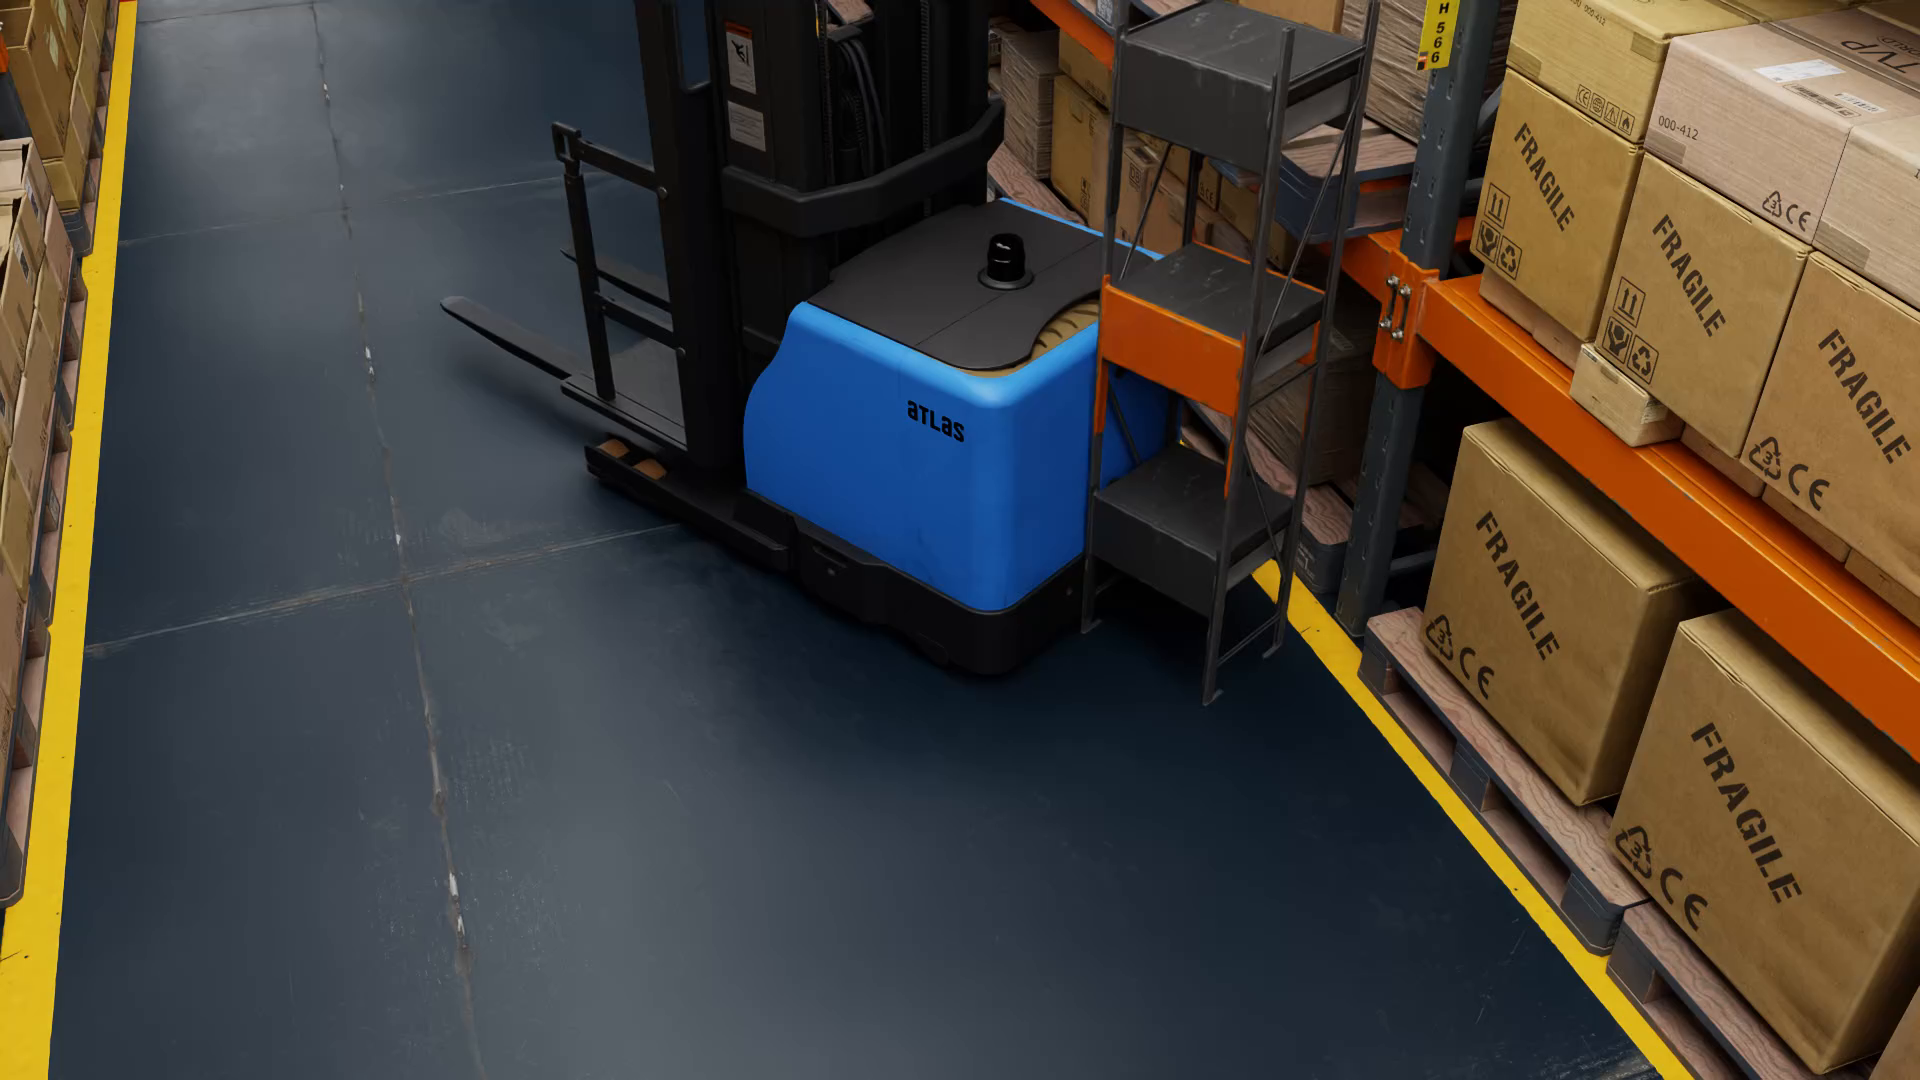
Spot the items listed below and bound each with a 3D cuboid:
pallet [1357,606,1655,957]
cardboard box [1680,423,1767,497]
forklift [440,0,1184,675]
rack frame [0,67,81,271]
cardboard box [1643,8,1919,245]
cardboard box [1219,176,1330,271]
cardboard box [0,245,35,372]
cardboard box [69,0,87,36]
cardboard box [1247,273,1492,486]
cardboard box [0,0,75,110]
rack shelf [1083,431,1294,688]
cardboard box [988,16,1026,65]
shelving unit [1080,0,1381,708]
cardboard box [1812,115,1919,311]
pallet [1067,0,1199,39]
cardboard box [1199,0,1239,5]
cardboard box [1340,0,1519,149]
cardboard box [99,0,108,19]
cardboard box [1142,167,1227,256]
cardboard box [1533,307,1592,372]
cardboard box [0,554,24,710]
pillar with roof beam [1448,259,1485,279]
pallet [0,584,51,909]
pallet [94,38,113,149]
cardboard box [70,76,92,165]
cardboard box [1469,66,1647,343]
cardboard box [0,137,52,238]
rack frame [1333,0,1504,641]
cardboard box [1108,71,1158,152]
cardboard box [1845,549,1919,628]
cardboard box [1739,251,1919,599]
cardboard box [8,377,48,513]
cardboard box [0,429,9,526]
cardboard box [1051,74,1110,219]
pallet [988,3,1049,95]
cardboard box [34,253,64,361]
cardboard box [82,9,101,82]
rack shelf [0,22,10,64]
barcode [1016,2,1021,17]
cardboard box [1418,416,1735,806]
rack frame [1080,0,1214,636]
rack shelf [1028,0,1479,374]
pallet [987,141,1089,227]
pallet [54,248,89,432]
[{"bbox_3d":[1.907,0.561,4.830,1.003,0.211,1.213,-12,39,-16],"label":"pallet"},{"bbox_3d":[1.895,-0.259,3.793,0.380,0.149,0.250,-13,39,-16],"label":"cardboard box"},{"bbox_3d":[-0.713,-1.505,5.312,3.031,2.935,1.130,27,45,31],"label":"forklift"},{"bbox_3d":[-4.319,-2.246,6.238,1.000,3.000,0.127,-12,39,-16],"label":"rack frame"},{"bbox_3d":[1.807,-0.867,3.437,0.500,0.250,0.500,-13,39,-17],"label":"cardboard box"},{"bbox_3d":[1.273,-1.221,5.967,0.500,0.250,0.500,-12,39,-15],"label":"cardboard box"},{"bbox_3d":[-3.557,-0.795,5.782,0.500,0.311,0.500,-13,39,-16],"label":"cardboard box"},{"bbox_3d":[-4.703,-2.788,8.272,0.500,0.500,0.500,-12,39,-16],"label":"cardboard box"},{"bbox_3d":[1.410,-0.587,5.748,0.700,0.500,0.500,-12,39,-15],"label":"cardboard box"},{"bbox_3d":[-4.365,-2.222,7.520,0.500,0.500,0.500,-12,39,-16],"label":"cardboard box"},{"bbox_3d":[0.707,0.052,5.122,0.480,0.518,0.431,30,46,34],"label":"rack shelf"},{"bbox_3d":[0.118,-2.613,8.716,0.380,0.166,0.250,-18,40,-22],"label":"cardboard box"},{"bbox_3d":[0.707,-0.518,4.692,0.503,2.100,0.431,30,46,34],"label":"shelving unit"},{"bbox_3d":[1.982,-0.585,3.063,0.500,0.250,0.500,-12,39,-16],"label":"cardboard box"},{"bbox_3d":[0.987,-2.047,6.134,1.003,0.211,1.213,-12,39,-16],"label":"pallet"},{"bbox_3d":[1.086,-2.192,5.718,0.700,0.500,0.500,-12,39,-16],"label":"cardboard box"},{"bbox_3d":[1.536,-1.493,4.790,0.700,0.500,0.500,-17,40,-21],"label":"cardboard box"},{"bbox_3d":[-5.051,-3.053,9.246,0.500,0.250,0.500,-12,39,-16],"label":"cardboard box"},{"bbox_3d":[1.144,-1.177,6.531,0.700,0.500,0.500,-13,39,-16],"label":"cardboard box"},{"bbox_3d":[1.681,-0.543,4.170,0.380,0.149,0.250,-12,39,-15],"label":"cardboard box"},{"bbox_3d":[-3.021,0.304,4.789,0.500,0.250,0.500,-13,39,-17],"label":"cardboard box"},{"bbox_3d":[-1.970,-3.432,2.827,9.100,9.000,0.400,-12,39,-16],"label":"pillar with roof beam"},{"bbox_3d":[-3.190,0.655,4.705,1.003,0.211,1.213,-12,39,-16],"label":"pallet"},{"bbox_3d":[-4.977,-2.280,8.601,1.003,0.211,1.213,-12,39,-16],"label":"pallet"},{"bbox_3d":[-4.362,-1.923,7.747,0.500,0.250,0.500,-12,39,-16],"label":"cardboard box"},{"bbox_3d":[1.634,-0.853,4.042,0.500,0.500,0.500,-11,38,-15],"label":"cardboard box"},{"bbox_3d":[-3.911,-1.370,6.545,0.500,0.311,0.500,-12,39,-16],"label":"cardboard box"},{"bbox_3d":[1.707,-1.014,4.603,1.000,3.000,0.127,-12,39,-16],"label":"rack frame"},{"bbox_3d":[0.937,-1.797,6.731,0.500,0.250,0.500,-14,39,-17],"label":"cardboard box"},{"bbox_3d":[2.072,0.034,3.404,0.380,0.149,0.250,-12,39,-15],"label":"cardboard box"},{"bbox_3d":[1.975,-0.275,3.275,0.500,0.500,0.500,-13,39,-16],"label":"cardboard box"},{"bbox_3d":[-3.382,-0.278,5.562,0.500,0.250,0.500,-12,39,-15],"label":"cardboard box"},{"bbox_3d":[-3.210,-0.220,5.019,0.500,0.311,0.500,-13,39,-17],"label":"cardboard box"},{"bbox_3d":[0.824,-1.757,7.301,0.700,0.500,0.500,-13,39,-17],"label":"cardboard box"},{"bbox_3d":[0.066,-2.532,8.935,1.003,0.211,1.213,-12,39,-16],"label":"pallet"},{"bbox_3d":[-3.732,-0.855,6.328,0.500,0.250,0.500,-13,39,-17],"label":"cardboard box"},{"bbox_3d":[-4.707,-2.488,8.496,0.500,0.250,0.500,-12,39,-16],"label":"cardboard box"},{"bbox_3d":[-5.008,-3.088,7.954,1.077,0.370,4.000,-12,39,-16],"label":"rack shelf"},{"bbox_3d":[0.320,-2.881,9.026,0.001,0.075,0.075,-12,39,-16],"label":"barcode"},{"bbox_3d":[1.837,0.120,4.535,0.750,0.750,0.750,-13,39,-17],"label":"cardboard box"},{"bbox_3d":[0.531,-0.620,4.828,0.015,2.100,0.400,30,46,34],"label":"rack frame"},{"bbox_3d":[1.019,-1.856,6.319,1.077,0.370,4.000,-12,39,-16],"label":"rack shelf"},{"bbox_3d":[0.600,-1.720,7.858,1.003,0.211,1.213,-12,39,-16],"label":"pallet"},{"bbox_3d":[-4.029,-0.724,6.535,1.003,0.211,1.213,-12,39,-16],"label":"pallet"}]
